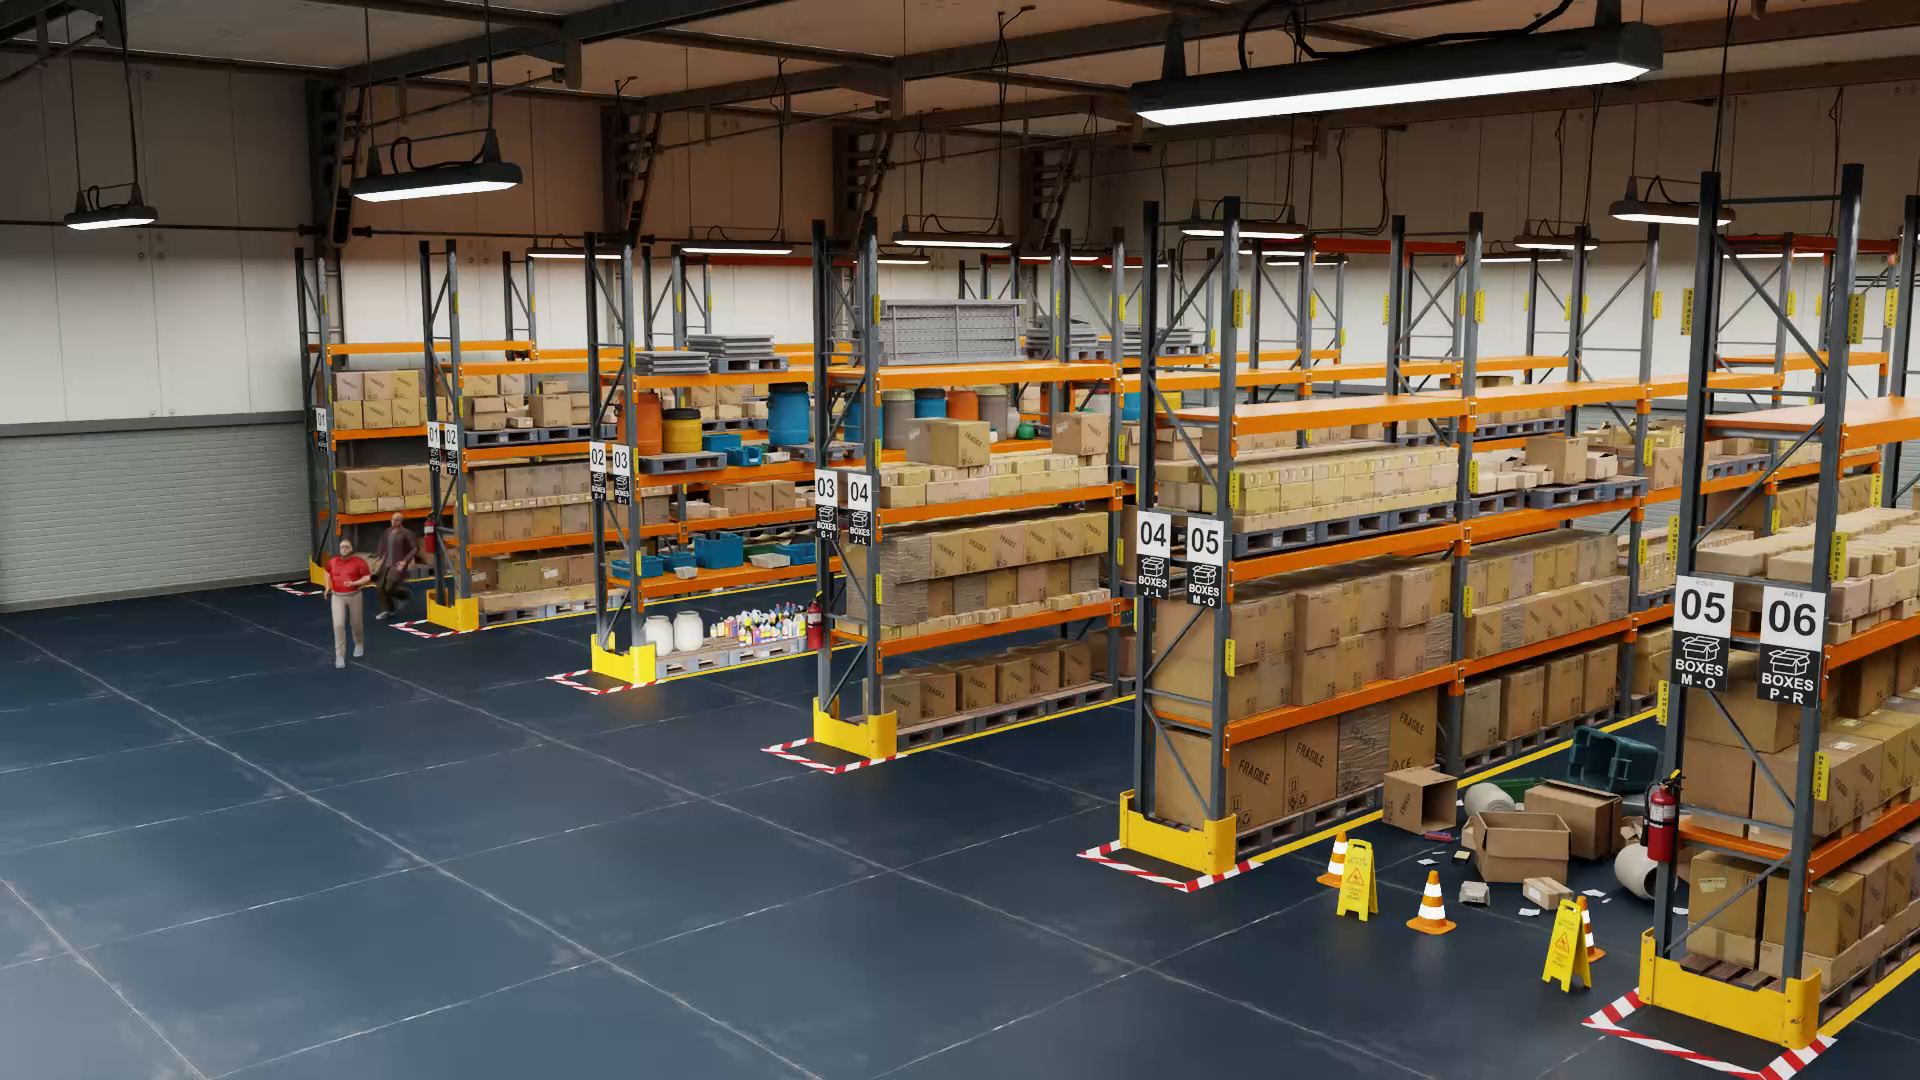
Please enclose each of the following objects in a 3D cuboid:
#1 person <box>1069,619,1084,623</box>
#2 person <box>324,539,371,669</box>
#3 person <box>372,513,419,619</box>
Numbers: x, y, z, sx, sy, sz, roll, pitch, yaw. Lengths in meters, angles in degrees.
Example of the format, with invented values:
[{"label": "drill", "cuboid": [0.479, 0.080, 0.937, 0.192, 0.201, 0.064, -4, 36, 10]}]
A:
[{"label": "person", "cuboid": [1.684, 0.412, 24.788, 0.644, 1.702, 0.592, 5, 10, 29]}, {"label": "person", "cuboid": [-8.647, 0.864, 23.484, 0.654, 1.756, 0.887, -2, 9, -13]}, {"label": "person", "cuboid": [-9.073, 0.409, 26.834, 0.763, 1.731, 0.612, 4, 9, 24]}]
